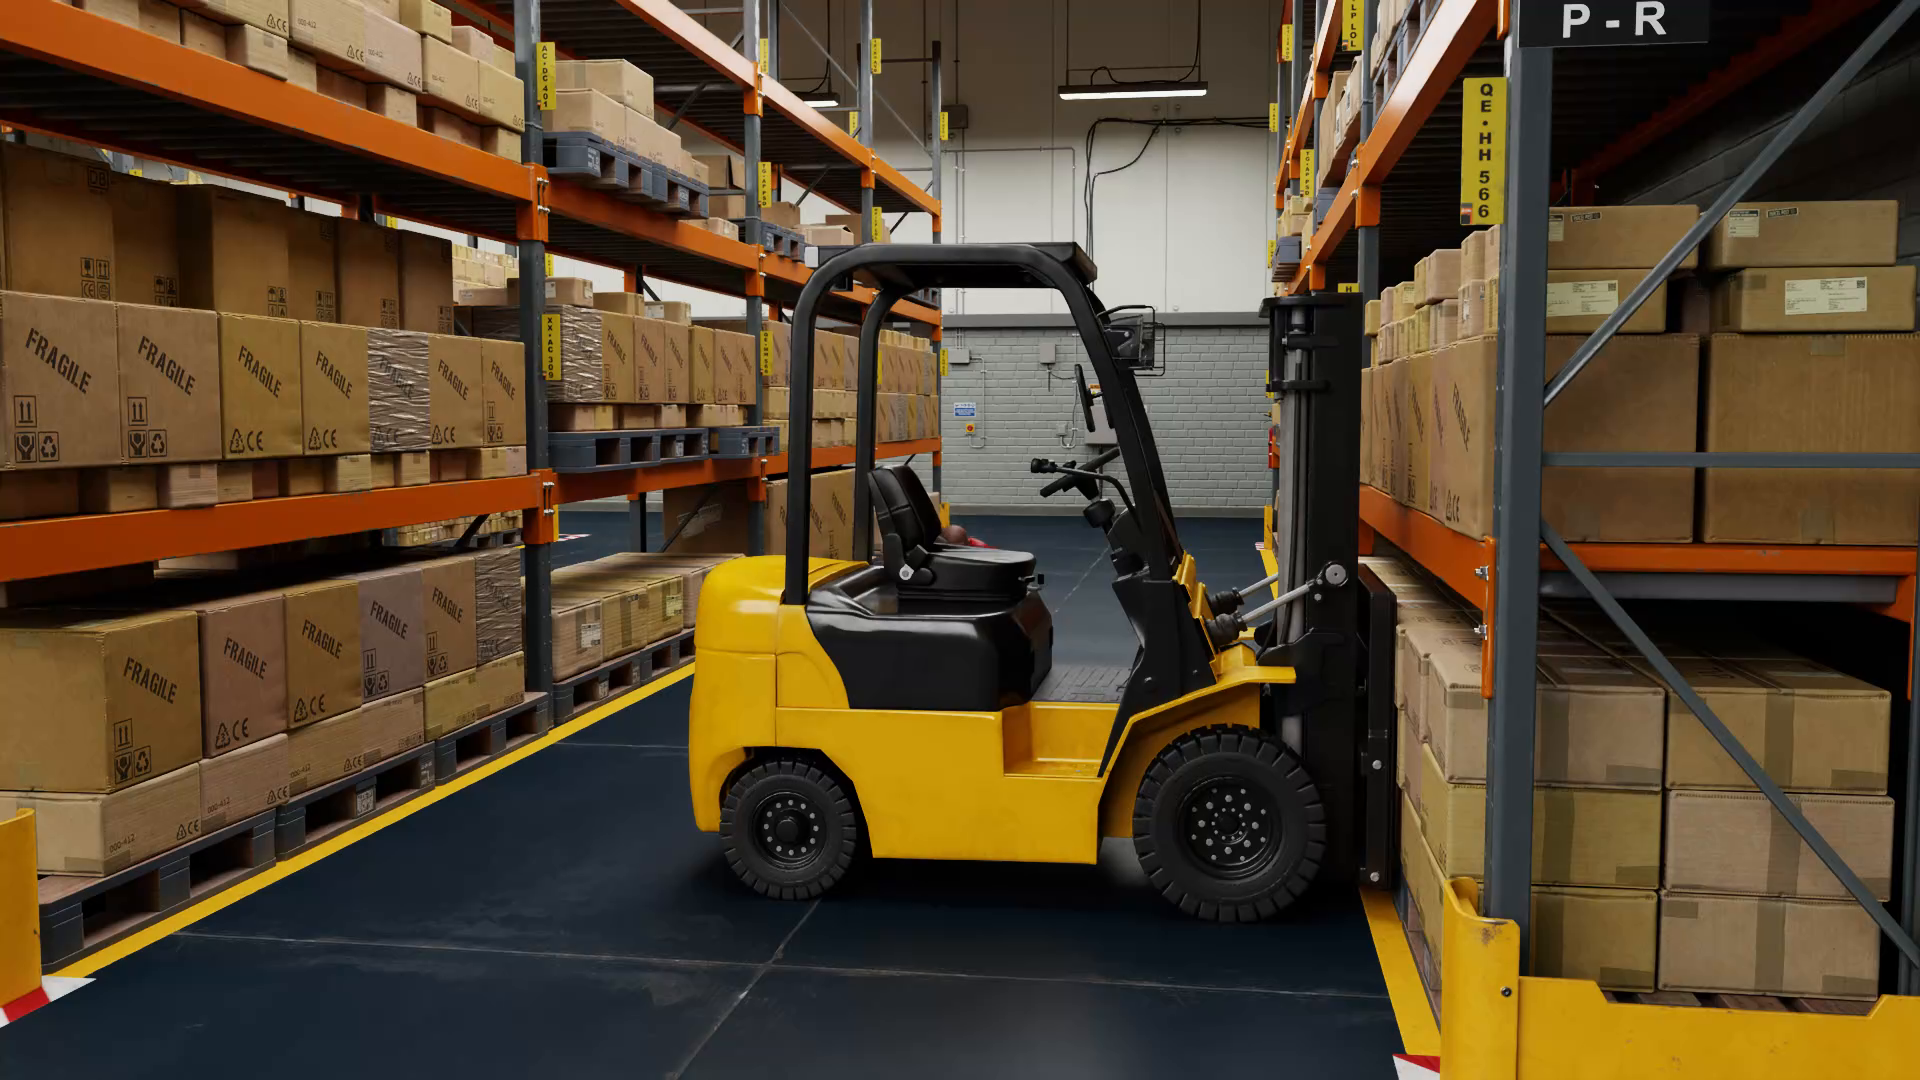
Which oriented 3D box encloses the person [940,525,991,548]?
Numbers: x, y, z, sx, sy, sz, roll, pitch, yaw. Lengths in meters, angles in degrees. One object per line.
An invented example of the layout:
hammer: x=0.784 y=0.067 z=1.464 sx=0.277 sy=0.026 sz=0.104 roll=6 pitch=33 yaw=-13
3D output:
person: x=-0.033 y=0.391 z=9.590 sx=0.568 sy=0.980 sz=0.877 roll=1 pitch=4 yaw=8
